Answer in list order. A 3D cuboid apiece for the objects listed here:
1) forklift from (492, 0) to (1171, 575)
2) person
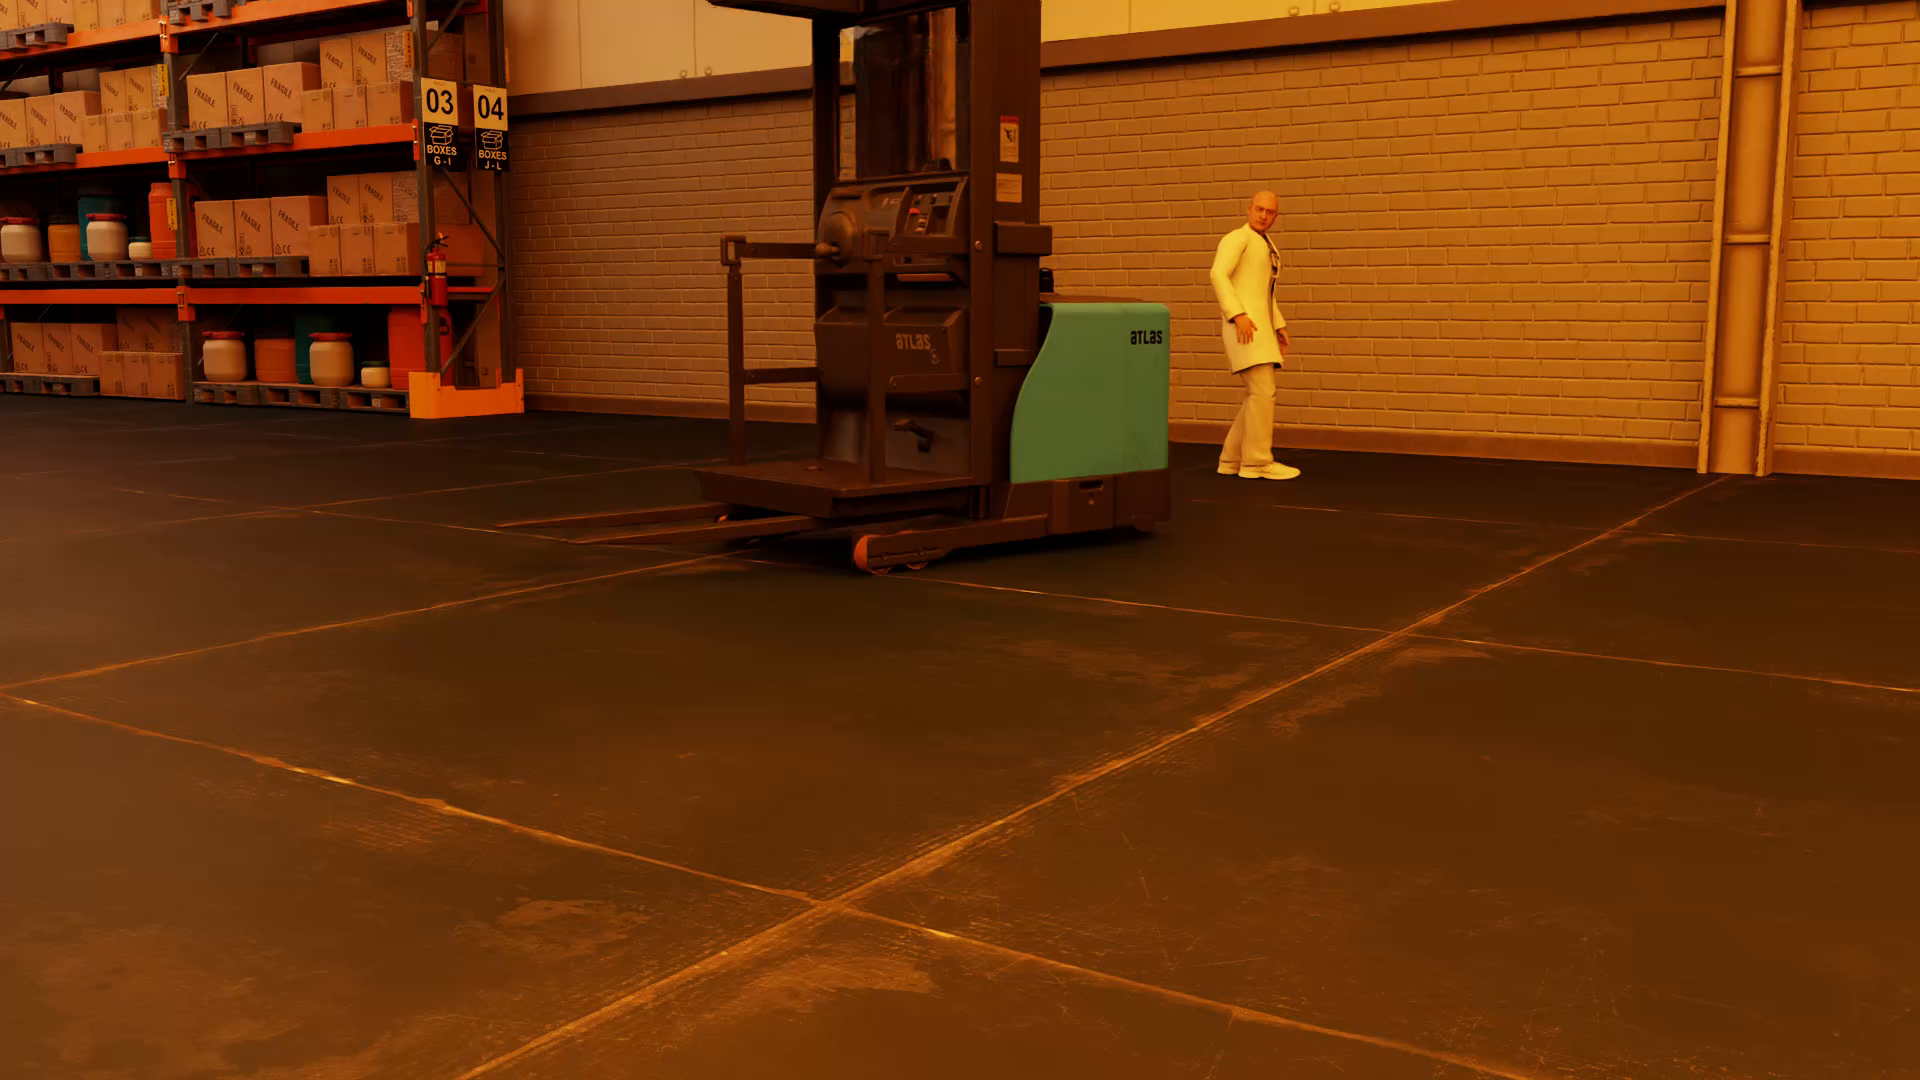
[{"bbox_3d":[-0.457,-1.394,6.997,3.031,2.935,1.130,-7,11,-41],"label":"forklift"},{"bbox_3d":[1.883,-1.267,10.290,0.557,1.756,0.798,3,9,23],"label":"person"}]
